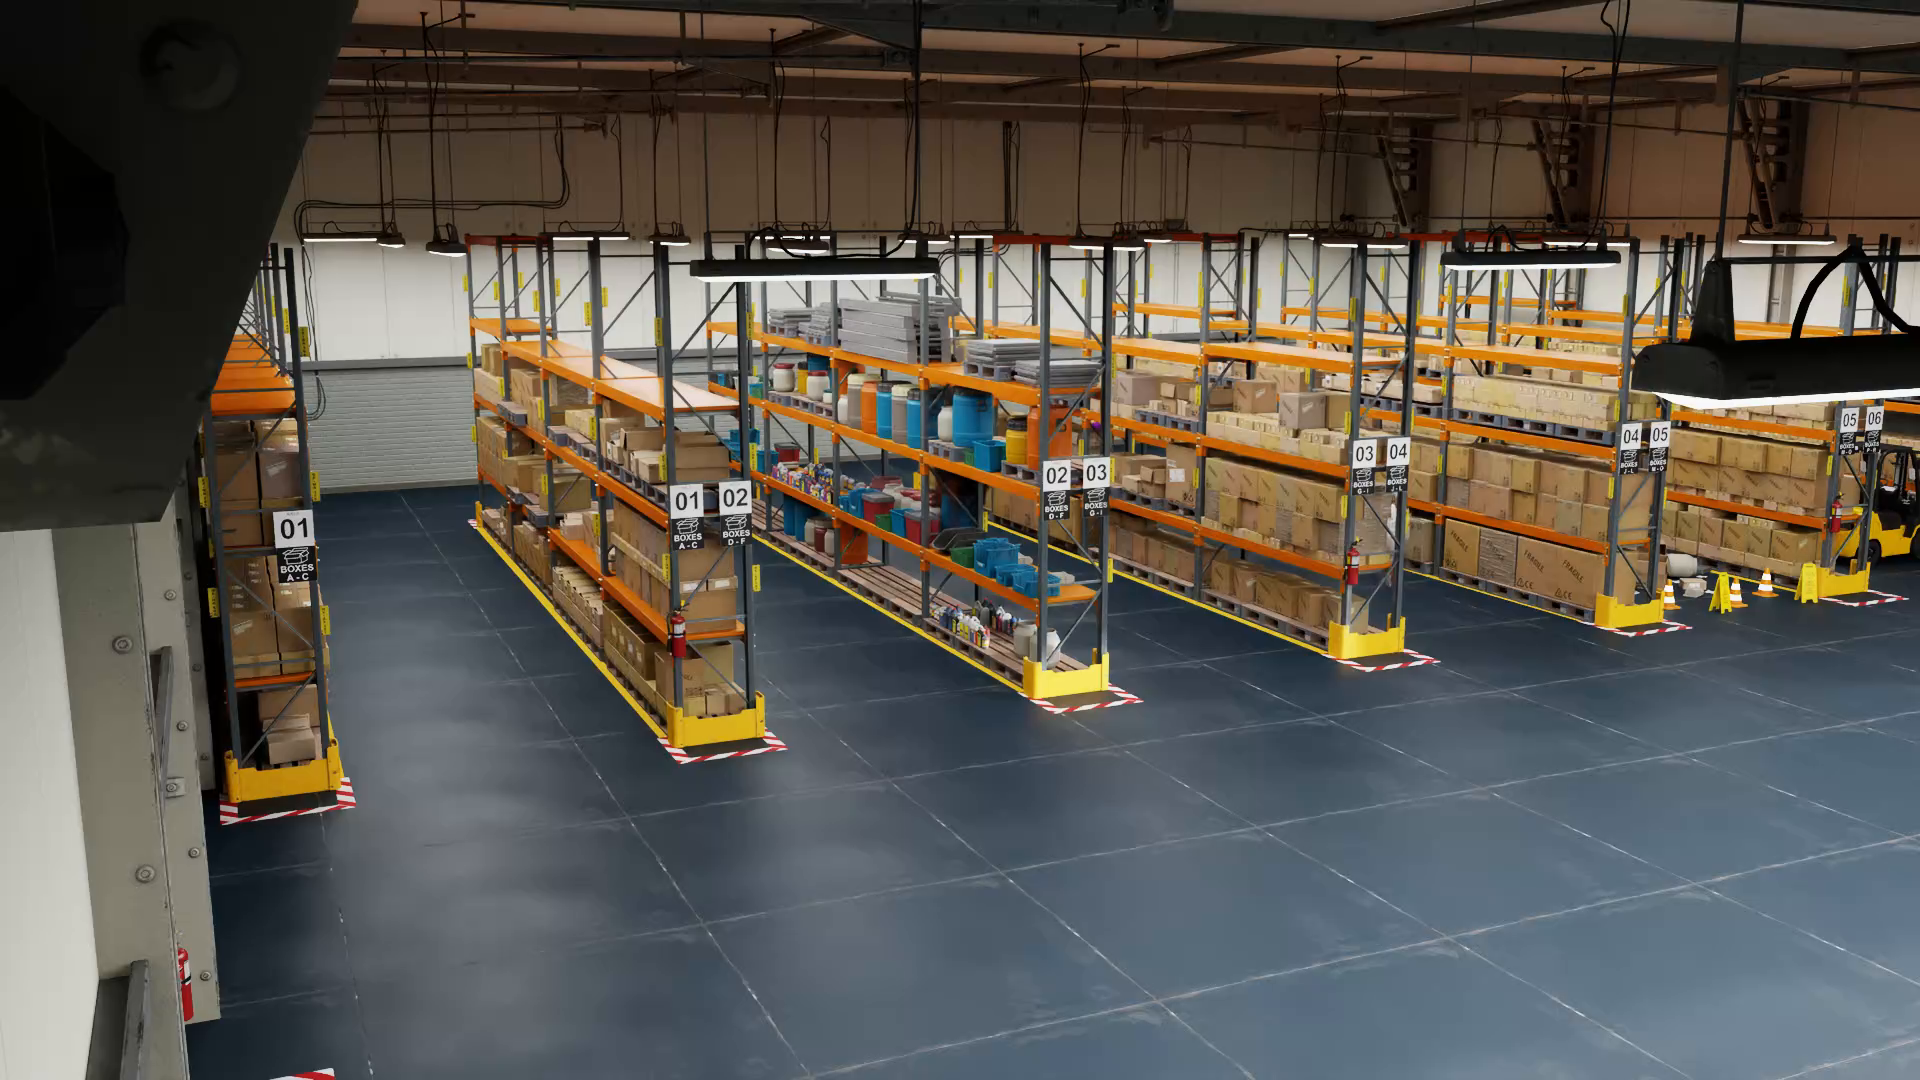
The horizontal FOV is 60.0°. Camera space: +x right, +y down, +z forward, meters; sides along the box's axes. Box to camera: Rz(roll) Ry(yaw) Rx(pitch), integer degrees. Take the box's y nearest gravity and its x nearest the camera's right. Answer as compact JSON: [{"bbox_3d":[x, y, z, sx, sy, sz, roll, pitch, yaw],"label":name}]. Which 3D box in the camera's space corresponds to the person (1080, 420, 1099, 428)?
[{"bbox_3d":[3.197,-2.478,41.429,0.771,1.735,0.798,-9,14,-39],"label":"person"}]

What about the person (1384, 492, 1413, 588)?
[{"bbox_3d":[7.574,-0.003,28.836,0.575,1.708,0.712,-5,12,-26],"label":"person"}]
